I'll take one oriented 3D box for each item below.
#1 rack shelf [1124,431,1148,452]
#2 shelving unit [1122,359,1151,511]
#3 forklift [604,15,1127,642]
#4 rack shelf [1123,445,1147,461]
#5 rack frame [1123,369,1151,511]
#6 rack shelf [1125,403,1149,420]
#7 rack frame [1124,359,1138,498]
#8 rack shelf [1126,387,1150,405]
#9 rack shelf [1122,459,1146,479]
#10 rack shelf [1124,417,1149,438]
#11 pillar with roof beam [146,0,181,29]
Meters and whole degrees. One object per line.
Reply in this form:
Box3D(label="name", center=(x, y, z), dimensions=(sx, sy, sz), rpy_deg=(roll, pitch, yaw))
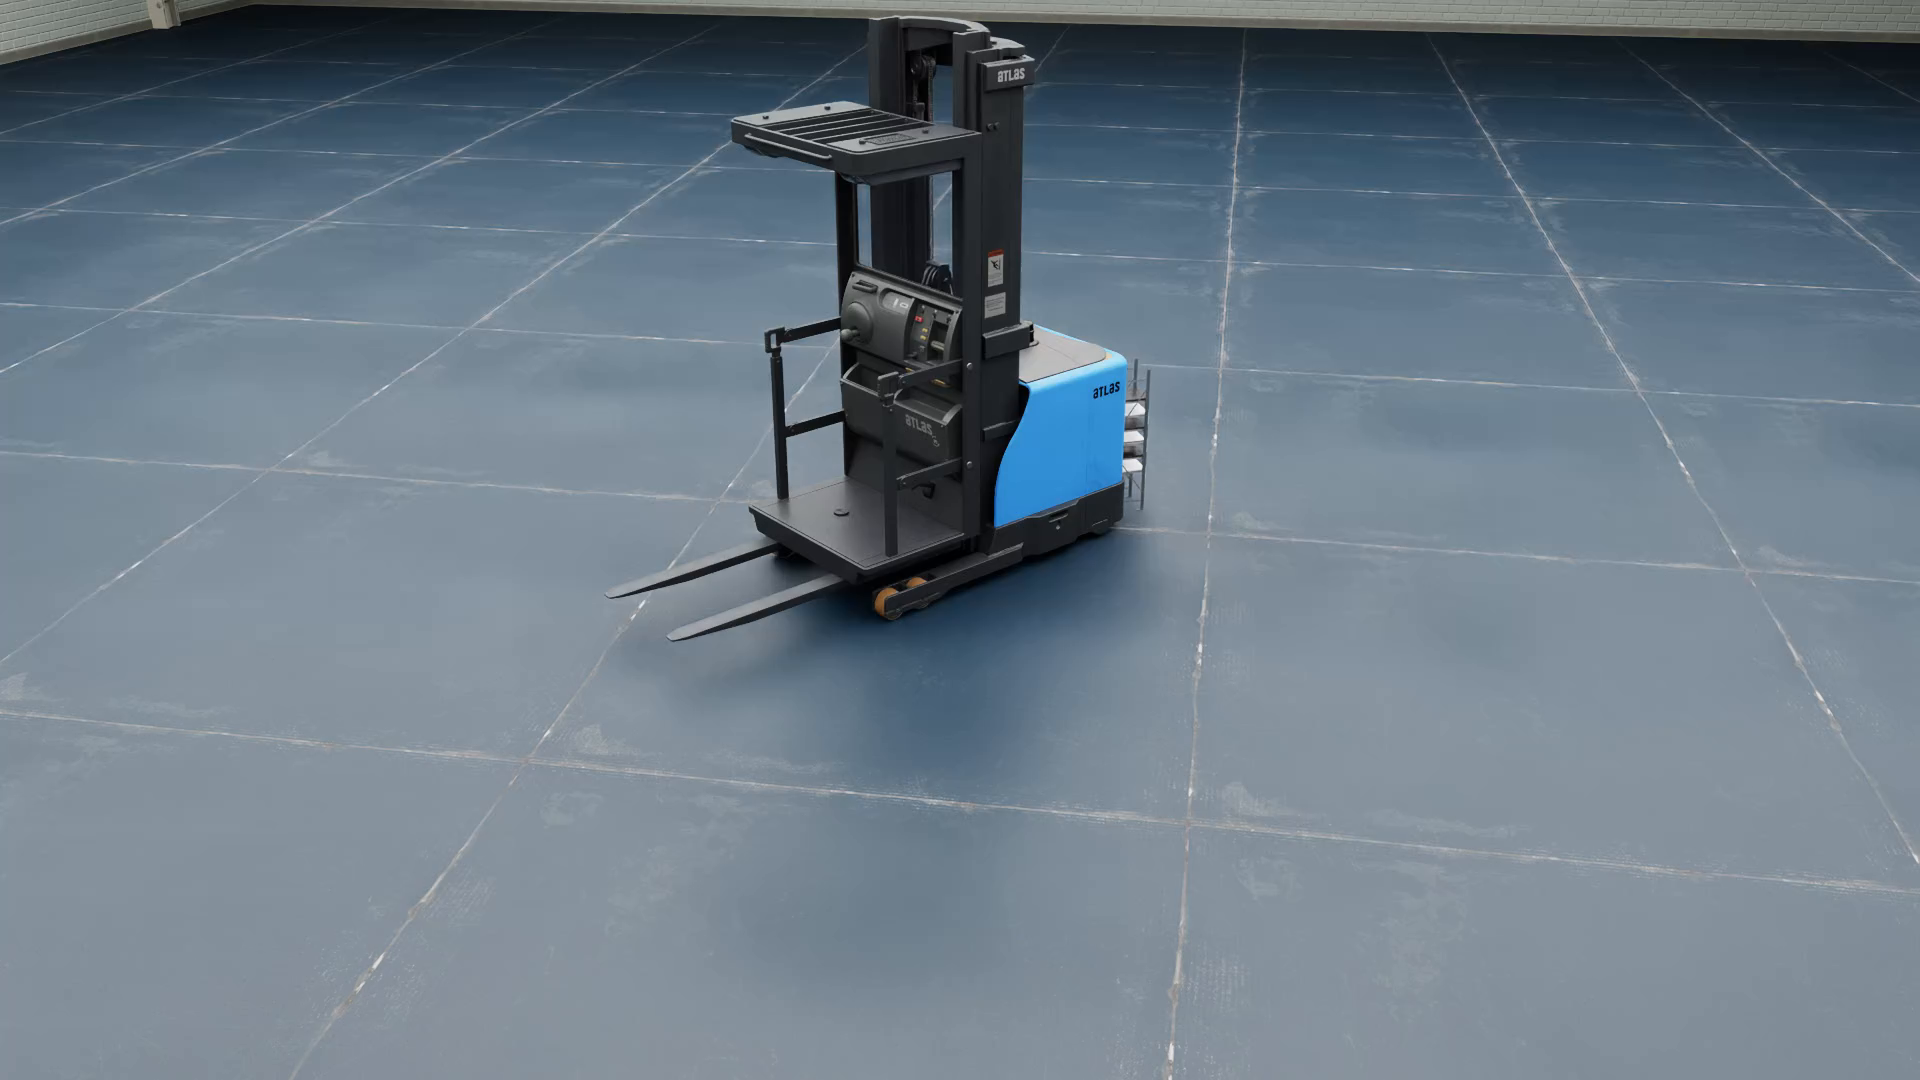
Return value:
Box3D(label="rack shelf", center=(0.976, -0.591, 10.031), dimensions=(0.258, 0.077, 0.200), rpy_deg=(-7, 26, -14))
Box3D(label="shelving unit", center=(0.976, -0.622, 10.017), dimensions=(0.258, 0.900, 0.210), rpy_deg=(-7, 26, -14))
Box3D(label="forklift", center=(-0.479, -1.154, 8.758), dimensions=(3.031, 2.935, 1.130), rpy_deg=(-20, 32, -36))
Box3D(label="rack shelf", center=(0.976, -0.510, 10.069), dimensions=(0.258, 0.077, 0.200), rpy_deg=(-7, 26, -14))
Box3D(label="rack frame", center=(1.003, -0.580, 9.928), dimensions=(0.240, 0.900, 0.006), rpy_deg=(-7, 26, -14))
Box3D(label="rack shelf", center=(0.976, -0.755, 9.954), dimensions=(0.258, 0.077, 0.200), rpy_deg=(-7, 26, -14))
Box3D(label="rack frame", center=(0.949, -0.663, 10.105), dimensions=(0.240, 0.900, 0.006), rpy_deg=(-7, 26, -14))
Box3D(label="rack shelf", center=(0.976, -0.836, 9.916), dimensions=(0.258, 0.077, 0.200), rpy_deg=(-7, 26, -14))
Box3D(label="rack shelf", center=(0.976, -0.428, 10.107), dimensions=(0.258, 0.077, 0.200), rpy_deg=(-7, 26, -14))
Box3D(label="rack shelf", center=(0.976, -0.673, 9.993), dimensions=(0.258, 0.077, 0.200), rpy_deg=(-7, 26, -14))
Box3D(label="pillar with roof beam", center=(-9.410, -12.608, 26.071), dimensions=(9.100, 9.000, 0.400), rpy_deg=(4, 25, 9))
